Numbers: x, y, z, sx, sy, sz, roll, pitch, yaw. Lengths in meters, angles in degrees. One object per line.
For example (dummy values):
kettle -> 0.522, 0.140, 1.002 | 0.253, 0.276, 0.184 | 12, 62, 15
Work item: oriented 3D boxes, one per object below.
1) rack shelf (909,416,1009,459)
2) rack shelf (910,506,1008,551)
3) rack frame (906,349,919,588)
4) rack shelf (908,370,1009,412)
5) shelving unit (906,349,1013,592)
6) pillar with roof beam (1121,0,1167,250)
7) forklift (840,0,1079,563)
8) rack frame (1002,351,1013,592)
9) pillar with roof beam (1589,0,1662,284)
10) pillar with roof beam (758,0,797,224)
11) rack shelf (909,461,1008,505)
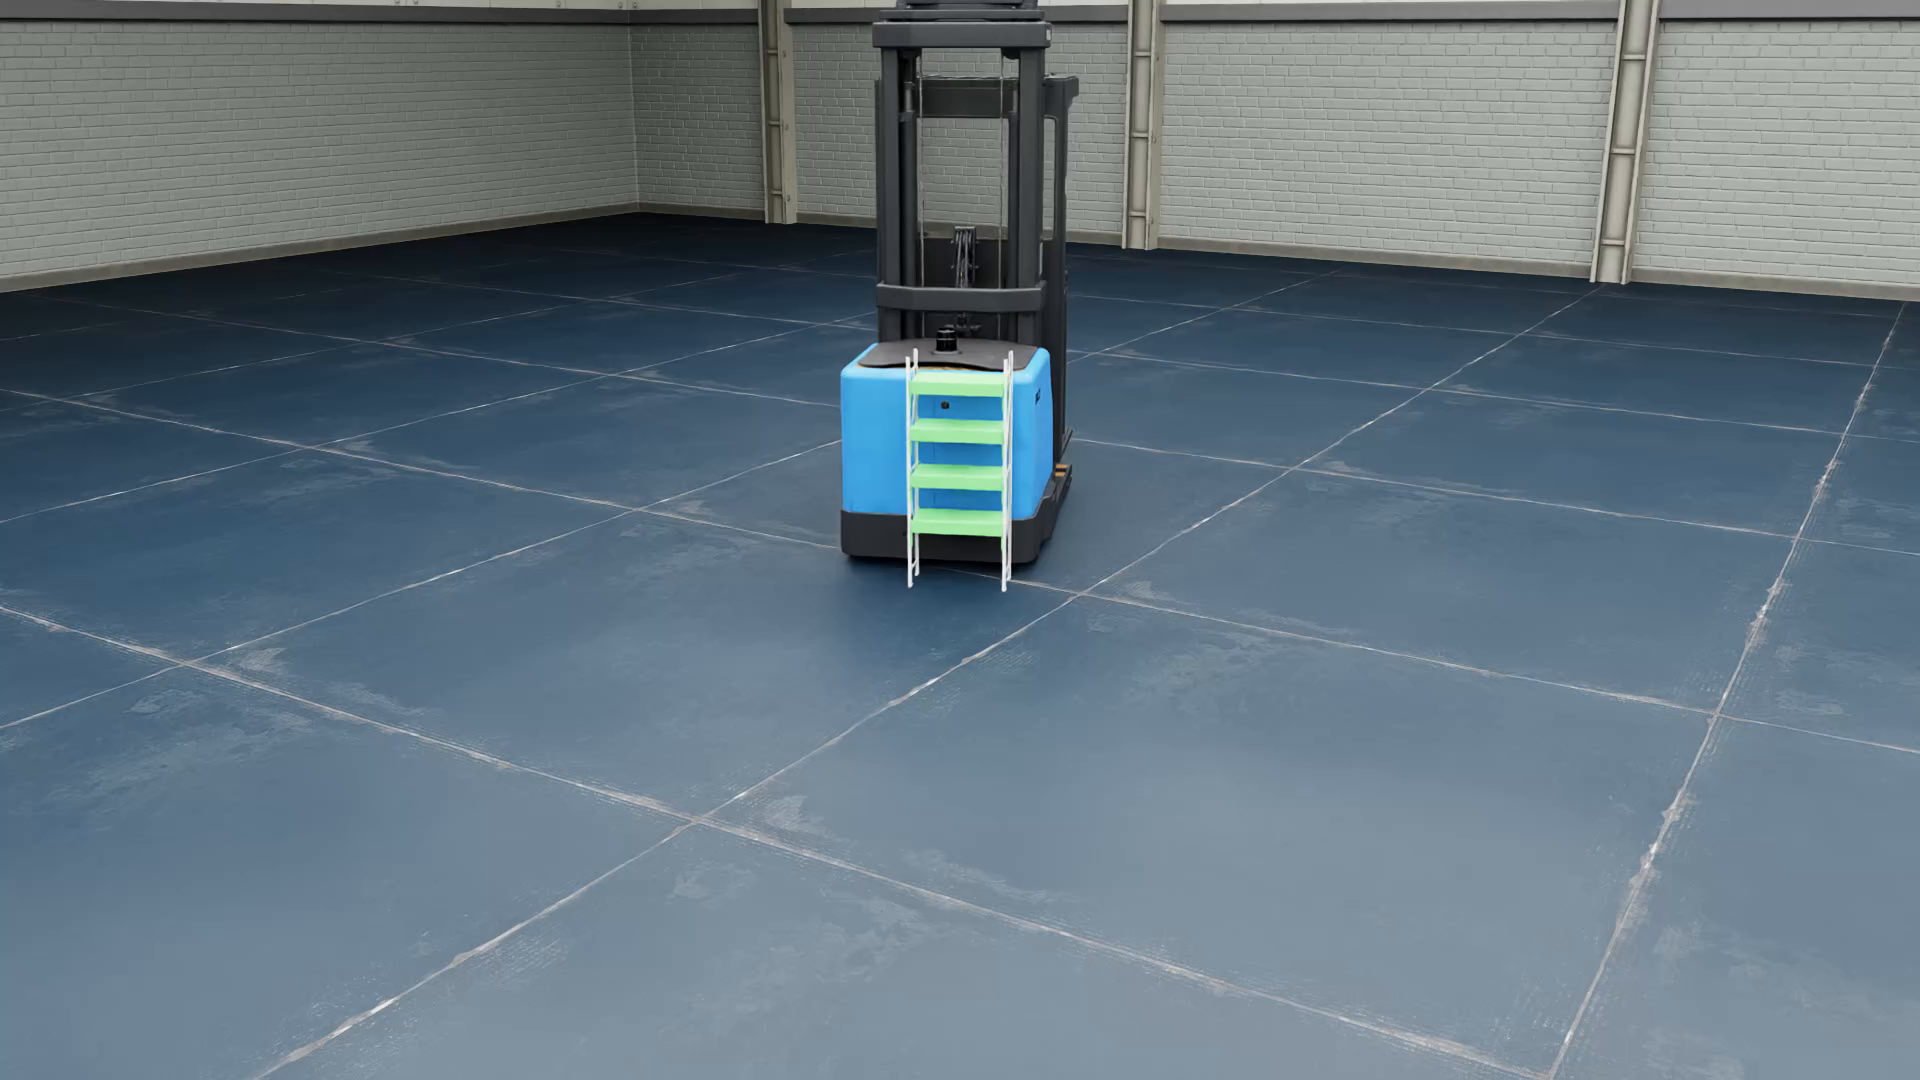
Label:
rack shelf -> -0.001, -0.521, 8.426 | 0.480, 0.148, 0.258 | 2, 17, 8
rack shelf -> -0.001, -0.062, 8.565 | 0.480, 0.148, 0.258 | 2, 17, 8
rack frame -> -0.242, -0.363, 8.511 | 0.015, 1.200, 0.240 | 2, 17, 8
rack shelf -> -0.001, -0.750, 8.356 | 0.480, 0.148, 0.258 | 2, 17, 8
shelving unit -> -0.001, -0.352, 8.477 | 0.503, 1.200, 0.258 | 2, 17, 8
pillar with roof beam -> 0.150, -7.142, 17.410 | 0.400, 9.000, 9.100 | 10, 20, 30
forklift -> 0.102, -1.664, 9.817 | 1.130, 2.935, 3.031 | 3, 17, 9
rack frame -> 0.241, -0.342, 8.442 | 0.015, 1.200, 0.240 | 2, 17, 8
pillar with roof beam -> 5.263, -6.229, 14.406 | 0.400, 9.000, 9.100 | 10, 20, 30
pillar with roof beam -> -4.963, -8.055, 20.415 | 0.400, 9.000, 9.100 | 10, 20, 30
rack shelf -> -0.001, -0.291, 8.495 | 0.480, 0.148, 0.258 | 2, 17, 8
